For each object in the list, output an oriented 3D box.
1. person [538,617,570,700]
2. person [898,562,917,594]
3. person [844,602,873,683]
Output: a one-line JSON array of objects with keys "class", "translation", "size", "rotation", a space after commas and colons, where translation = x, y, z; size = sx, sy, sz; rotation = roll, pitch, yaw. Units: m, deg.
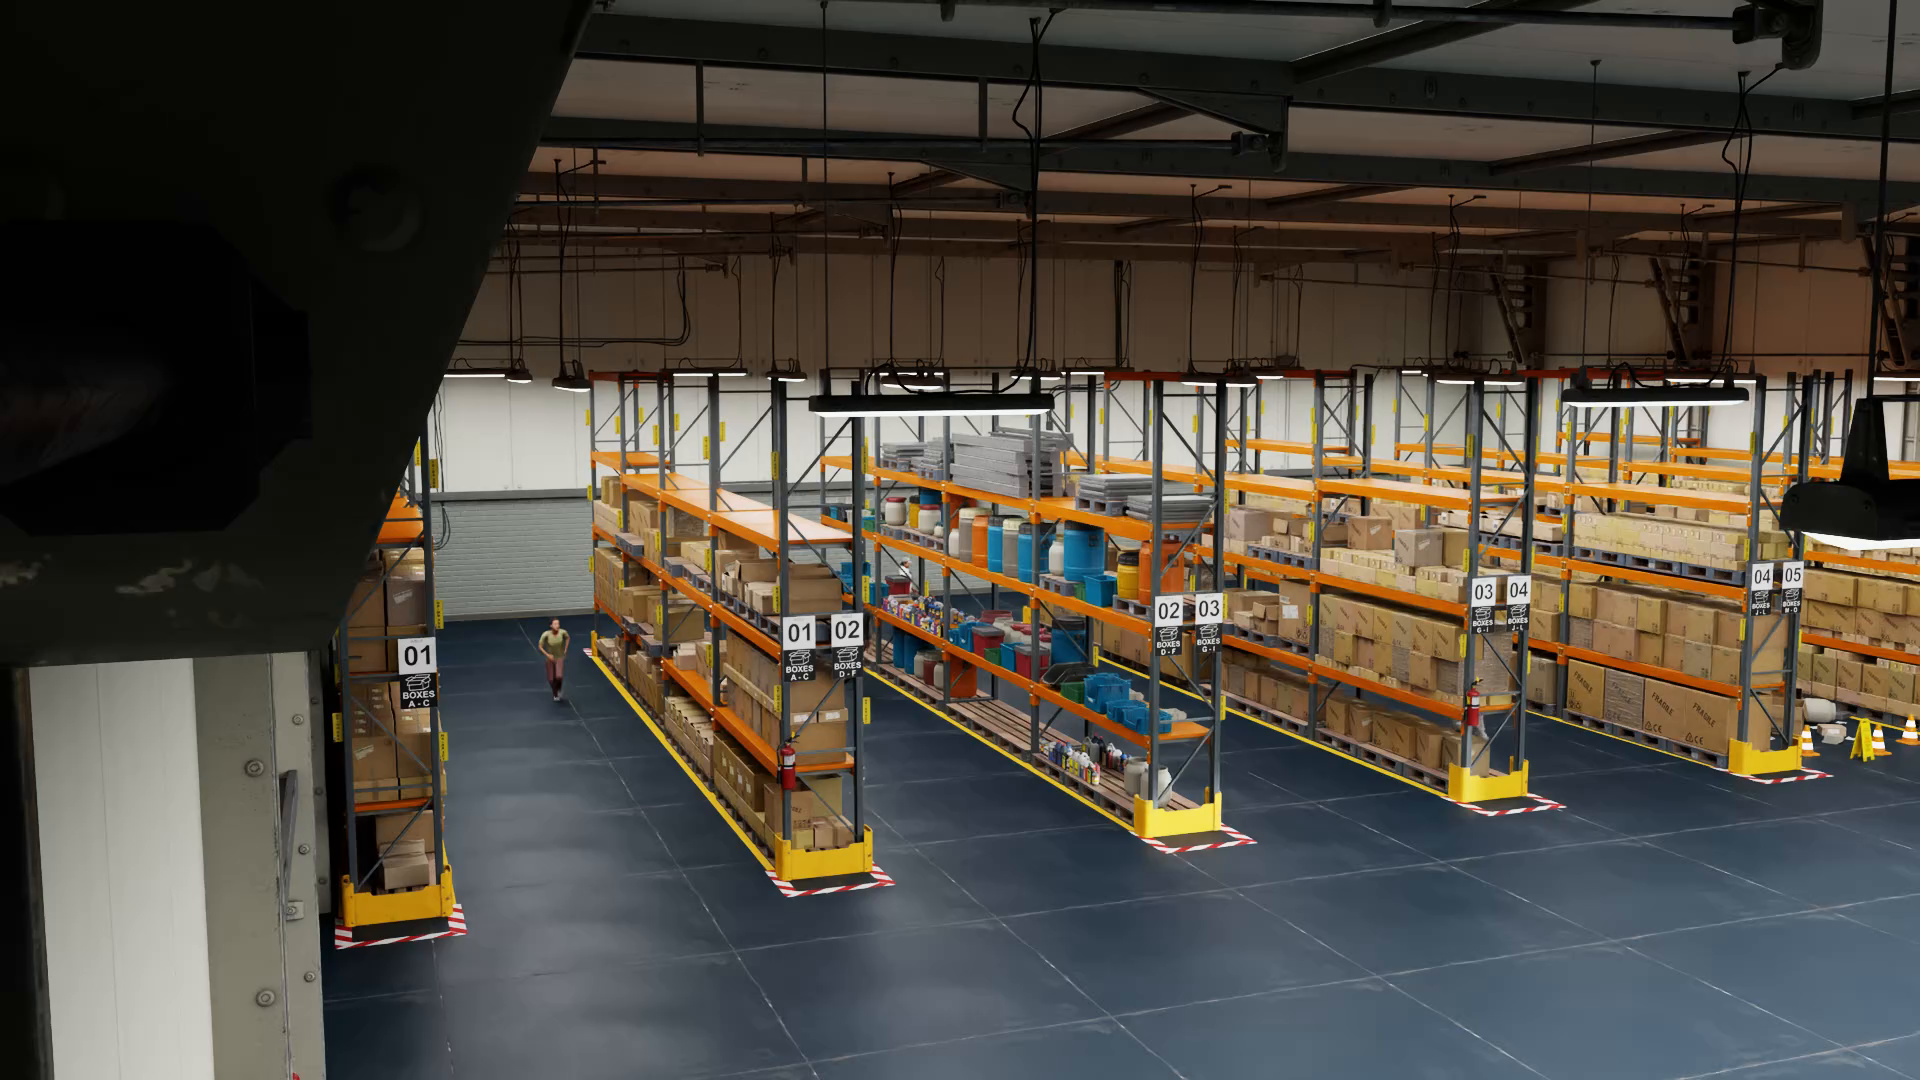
[{"class": "person", "translation": [-7.393, 2.168, 30.324], "size": [0.535, 1.581, 0.694], "rotation": [-1, 6, -9]}, {"class": "person", "translation": [-1.243, 0.884, 38.471], "size": [0.523, 0.960, 0.514], "rotation": [-1, 6, -10]}, {"class": "person", "translation": [-1.947, 1.852, 31.132], "size": [0.637, 1.646, 0.489], "rotation": [-2, 7, -18]}]
